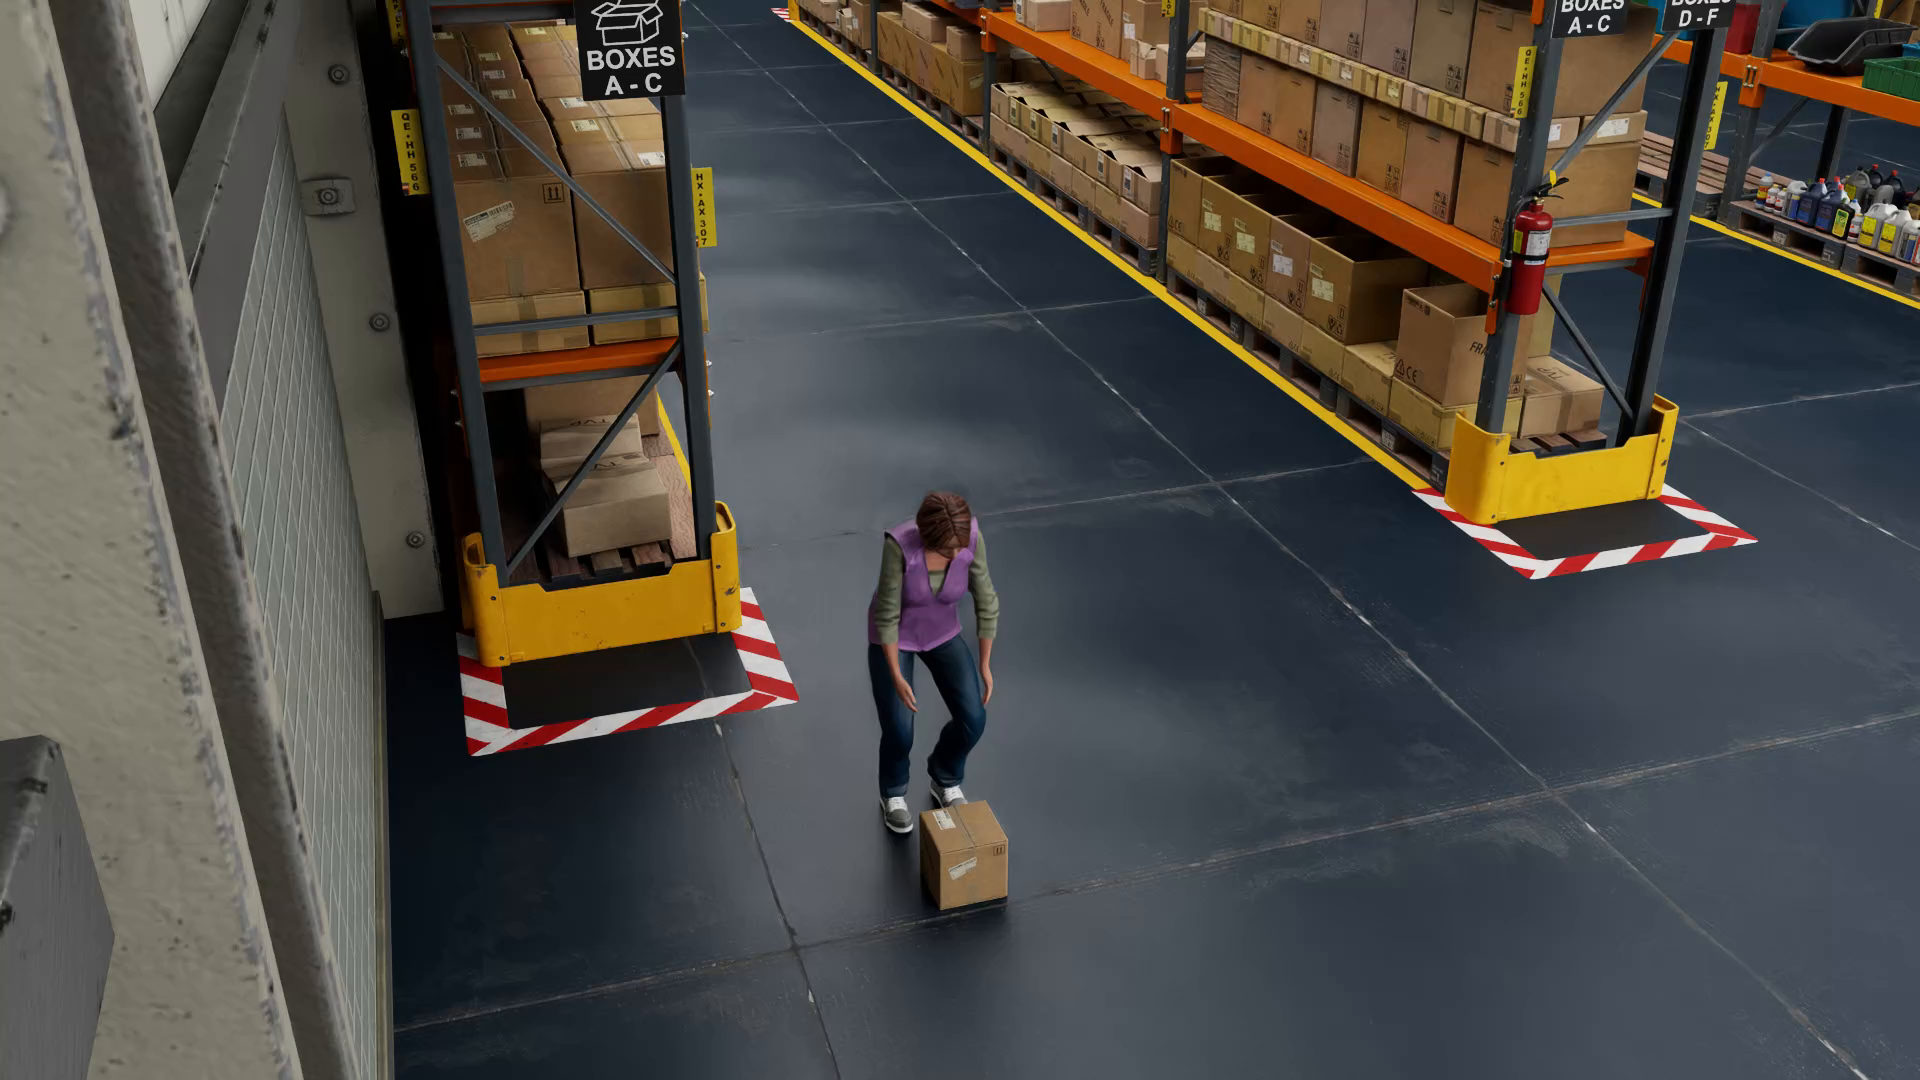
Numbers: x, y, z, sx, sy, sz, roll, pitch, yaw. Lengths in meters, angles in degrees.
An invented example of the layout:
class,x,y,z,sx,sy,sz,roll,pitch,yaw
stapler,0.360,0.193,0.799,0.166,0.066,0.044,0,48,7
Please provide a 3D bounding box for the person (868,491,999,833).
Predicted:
class,x,y,z,sx,sy,sz,roll,pitch,yaw
person,-0.100,0.407,6.023,0.456,1.423,0.560,-8,28,-15
